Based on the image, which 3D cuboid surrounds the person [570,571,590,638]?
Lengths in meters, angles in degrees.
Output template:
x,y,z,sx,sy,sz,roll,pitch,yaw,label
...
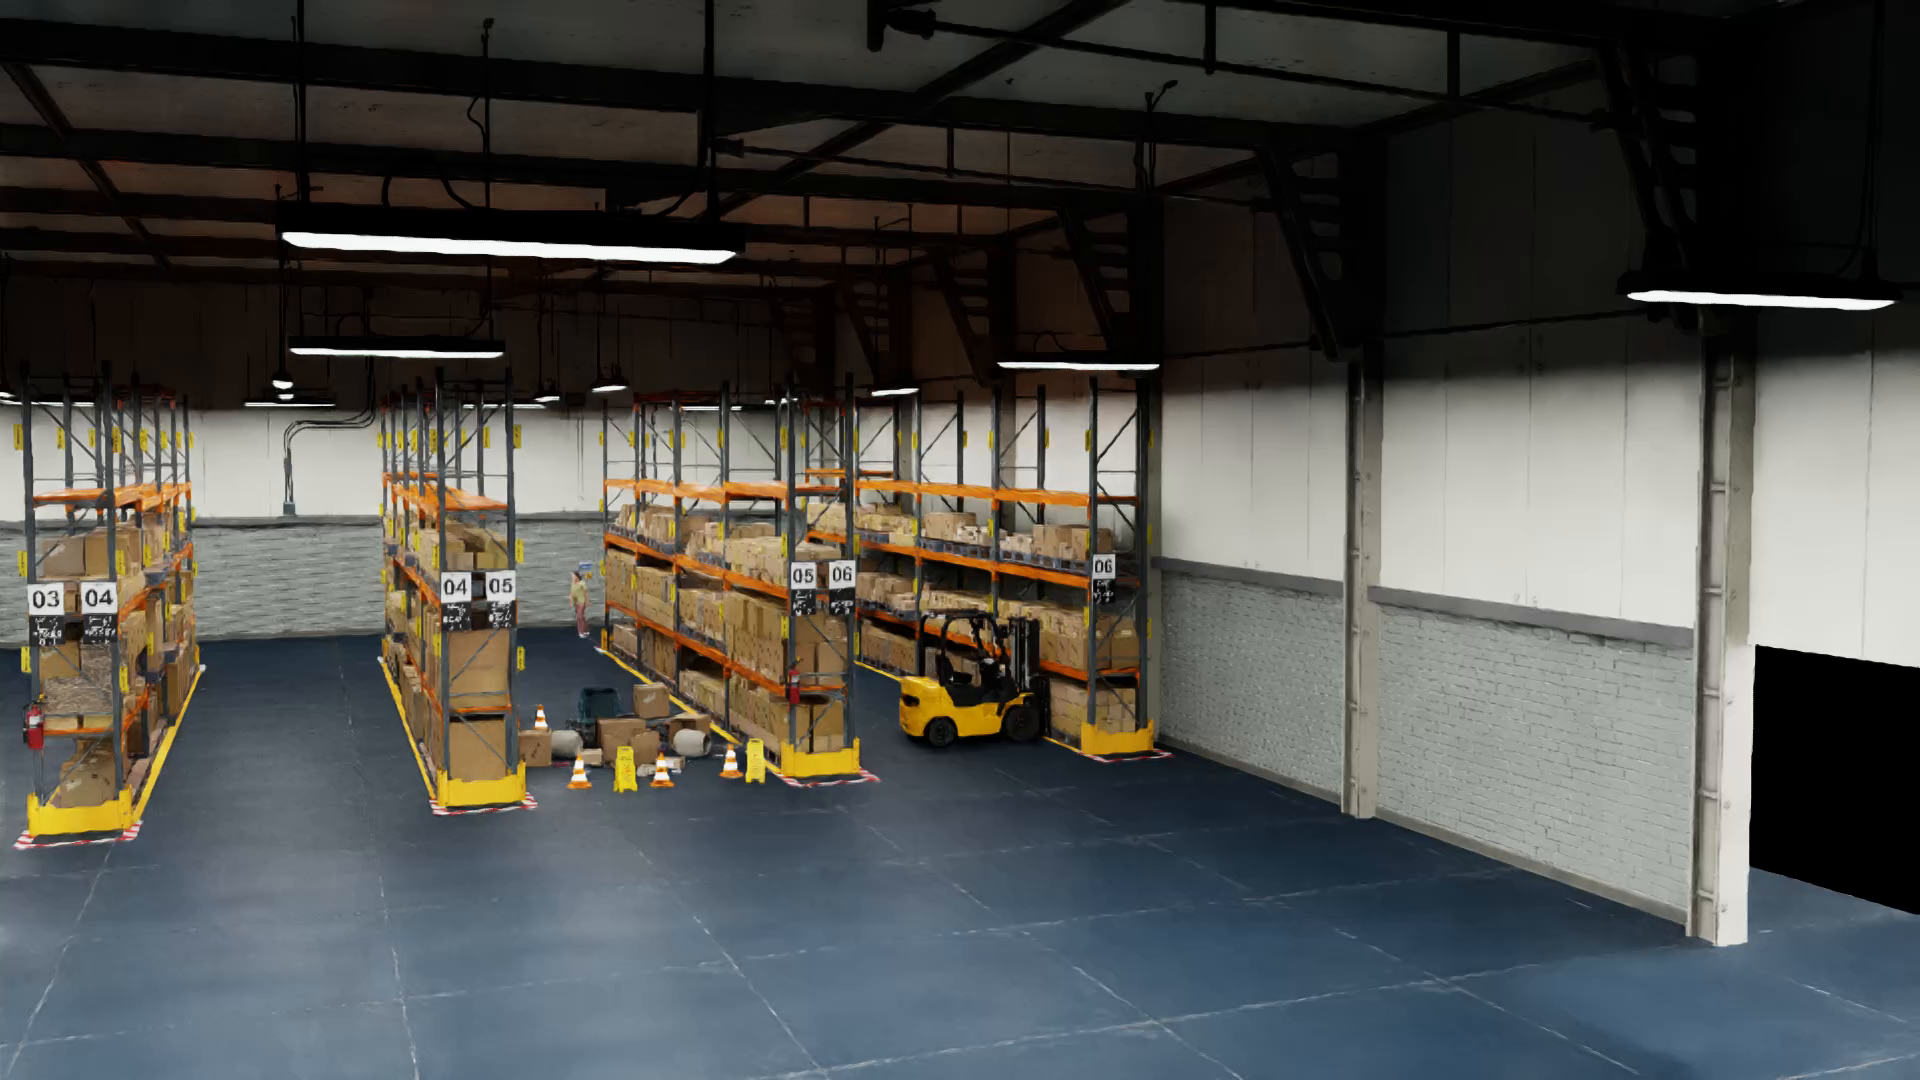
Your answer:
x,y,z,sx,sy,sz,roll,pitch,yaw,label
-9.682,1.632,42.394,0.555,1.694,0.519,2,4,32,person
